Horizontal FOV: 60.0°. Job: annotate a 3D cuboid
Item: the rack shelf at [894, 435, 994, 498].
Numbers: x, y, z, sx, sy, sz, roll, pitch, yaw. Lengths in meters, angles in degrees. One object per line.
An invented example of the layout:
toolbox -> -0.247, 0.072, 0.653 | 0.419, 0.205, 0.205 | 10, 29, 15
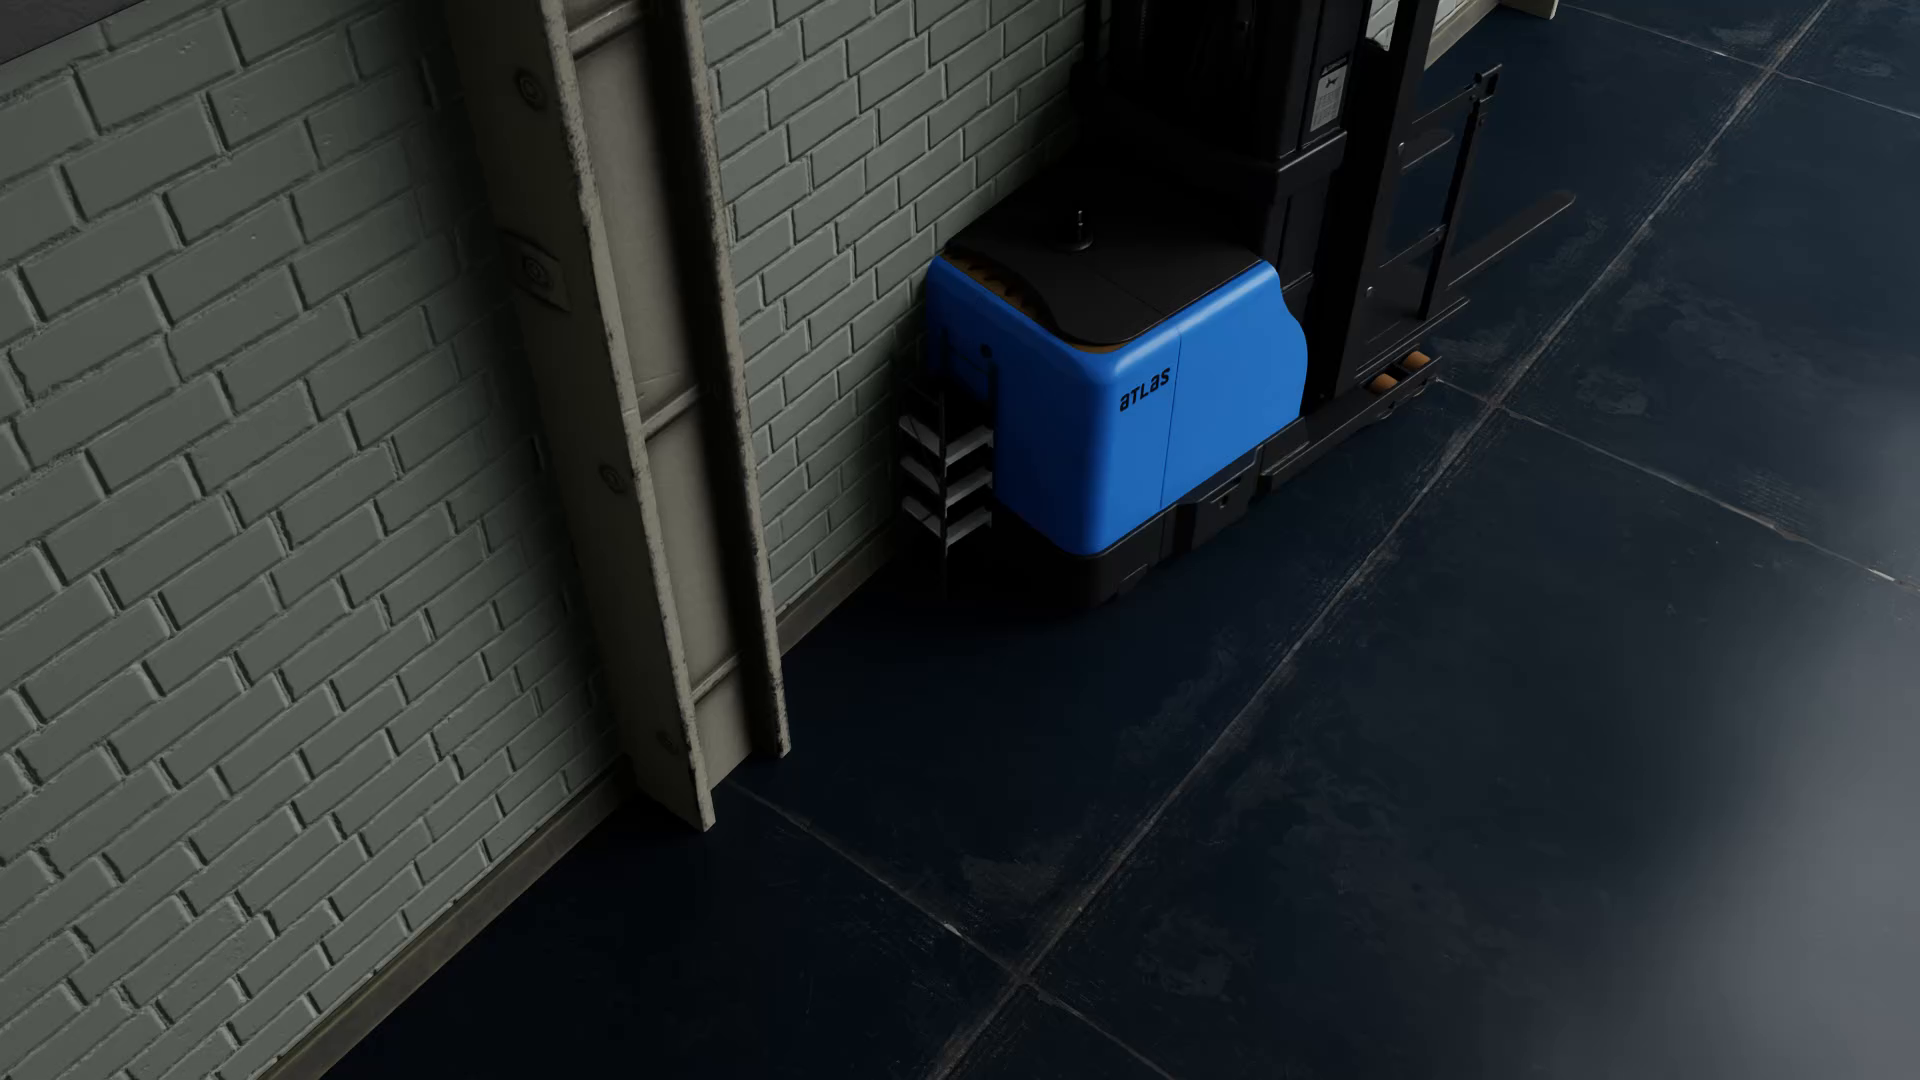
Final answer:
rack shelf -> -0.052, -0.273, 5.310 | 0.200, 0.077, 0.258 | -33, 55, -27

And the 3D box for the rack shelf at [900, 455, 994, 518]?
rack shelf -> -0.052, -0.211, 5.375 | 0.200, 0.077, 0.258 | -33, 55, -27

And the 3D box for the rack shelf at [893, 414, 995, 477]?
rack shelf -> -0.052, -0.335, 5.245 | 0.200, 0.077, 0.258 | -33, 55, -27

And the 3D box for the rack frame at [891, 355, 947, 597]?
rack frame -> -0.127, -0.185, 5.304 | 0.006, 0.900, 0.240 | -33, 55, -27

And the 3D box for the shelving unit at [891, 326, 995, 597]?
shelving unit -> -0.052, -0.234, 5.351 | 0.210, 0.900, 0.258 | -33, 55, -27

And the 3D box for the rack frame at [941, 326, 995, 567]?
rack frame -> 0.024, -0.283, 5.398 | 0.006, 0.900, 0.240 | -33, 55, -27

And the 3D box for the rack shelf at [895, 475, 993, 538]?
rack shelf -> -0.052, -0.149, 5.440 | 0.200, 0.077, 0.258 | -33, 55, -27

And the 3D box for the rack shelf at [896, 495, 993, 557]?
rack shelf -> -0.052, -0.086, 5.505 | 0.200, 0.077, 0.258 | -33, 55, -27

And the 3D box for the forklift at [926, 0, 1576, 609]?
forklift -> 1.164, -1.716, 5.362 | 3.031, 2.935, 1.130 | -33, 55, -27

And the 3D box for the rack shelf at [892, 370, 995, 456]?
rack shelf -> -0.052, -0.397, 5.180 | 0.200, 0.077, 0.258 | -33, 55, -27
